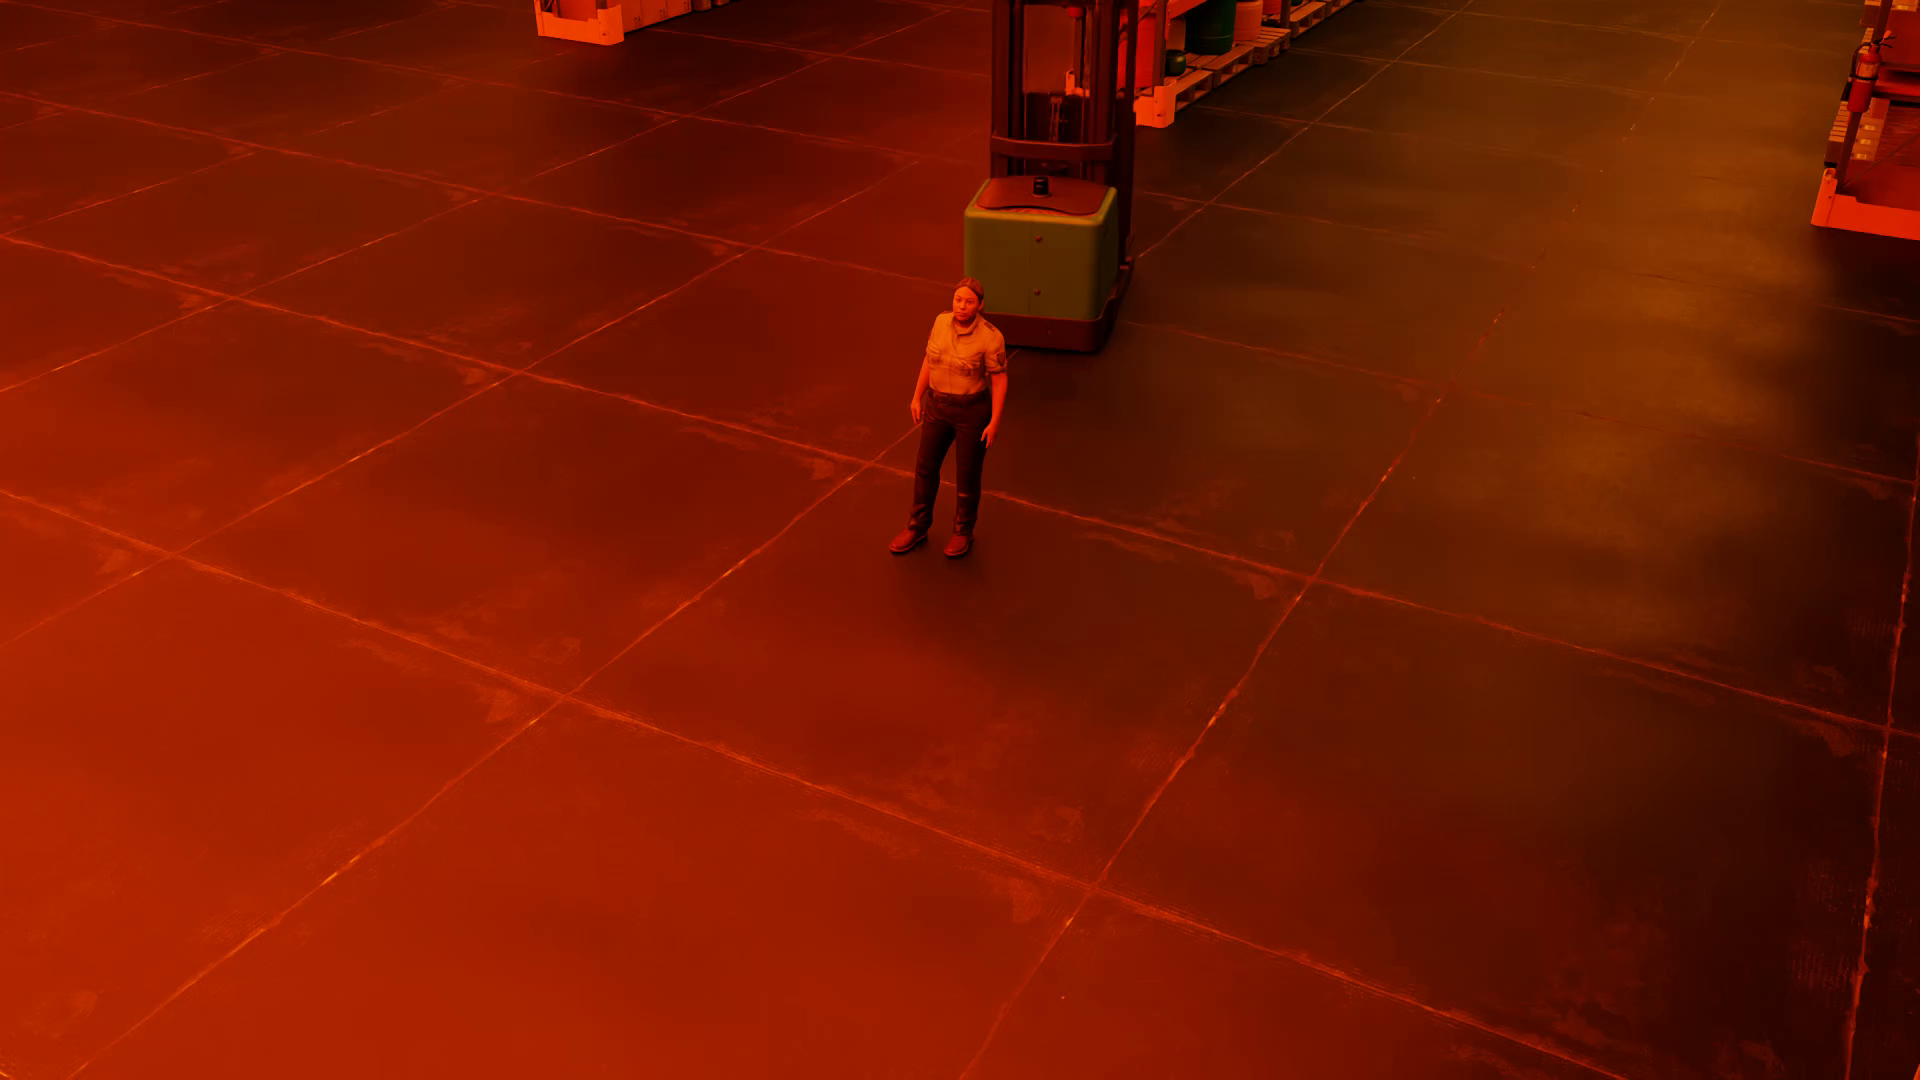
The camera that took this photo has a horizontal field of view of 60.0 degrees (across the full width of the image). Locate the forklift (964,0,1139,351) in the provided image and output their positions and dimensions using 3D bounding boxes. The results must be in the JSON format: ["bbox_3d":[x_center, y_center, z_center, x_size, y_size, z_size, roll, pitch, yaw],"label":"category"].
[{"bbox_3d":[0.833,-3.384,12.933,1.130,2.935,3.031,6,31,11],"label":"forklift"}]

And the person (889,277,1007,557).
[{"bbox_3d":[-0.064,-0.686,9.529,0.598,1.651,0.502,15,33,25],"label":"person"}]
